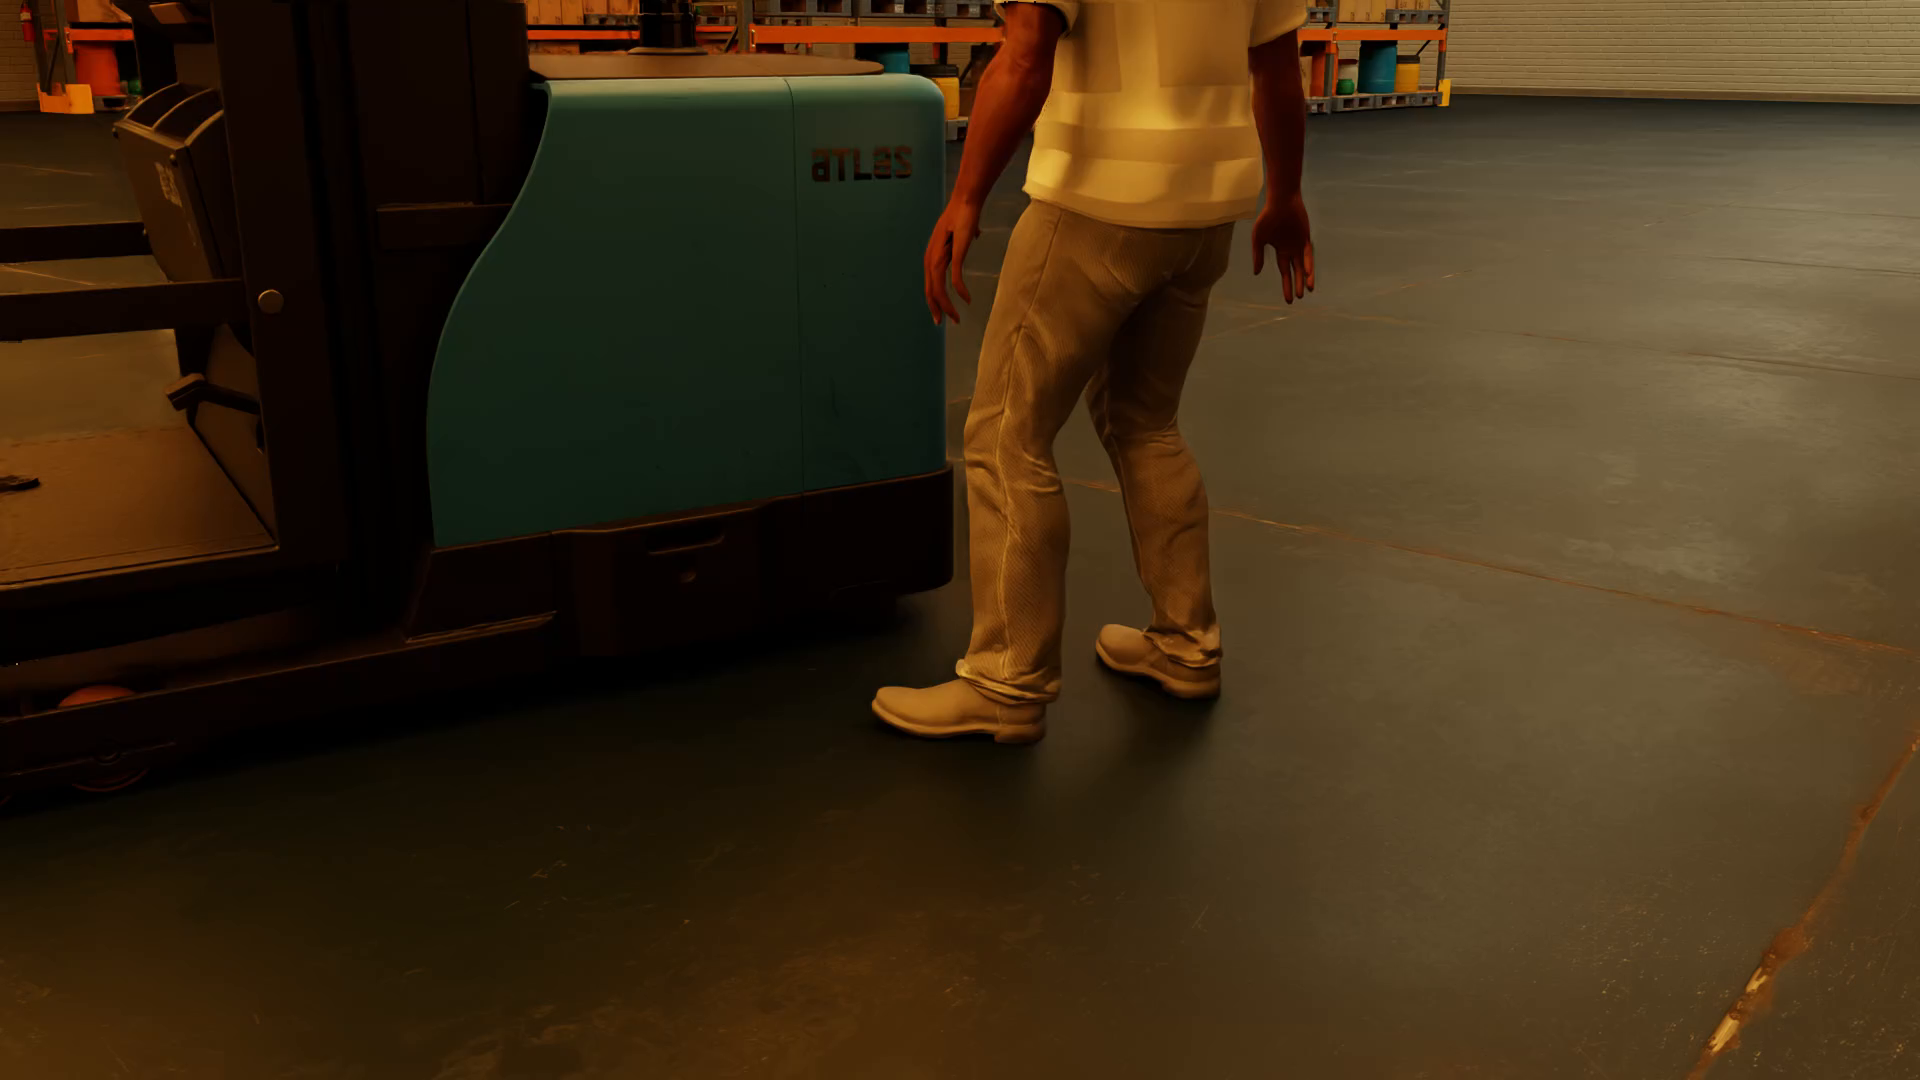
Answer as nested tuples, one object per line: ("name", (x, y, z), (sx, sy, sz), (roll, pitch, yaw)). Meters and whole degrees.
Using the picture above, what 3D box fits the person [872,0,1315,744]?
("person", (0.247, -0.565, 2.816), (0.431, 1.735, 0.850), (16, 23, 43))

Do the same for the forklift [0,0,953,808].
("forklift", (-1.541, -1.150, 2.683), (3.031, 2.935, 1.130), (-10, 20, -30))
